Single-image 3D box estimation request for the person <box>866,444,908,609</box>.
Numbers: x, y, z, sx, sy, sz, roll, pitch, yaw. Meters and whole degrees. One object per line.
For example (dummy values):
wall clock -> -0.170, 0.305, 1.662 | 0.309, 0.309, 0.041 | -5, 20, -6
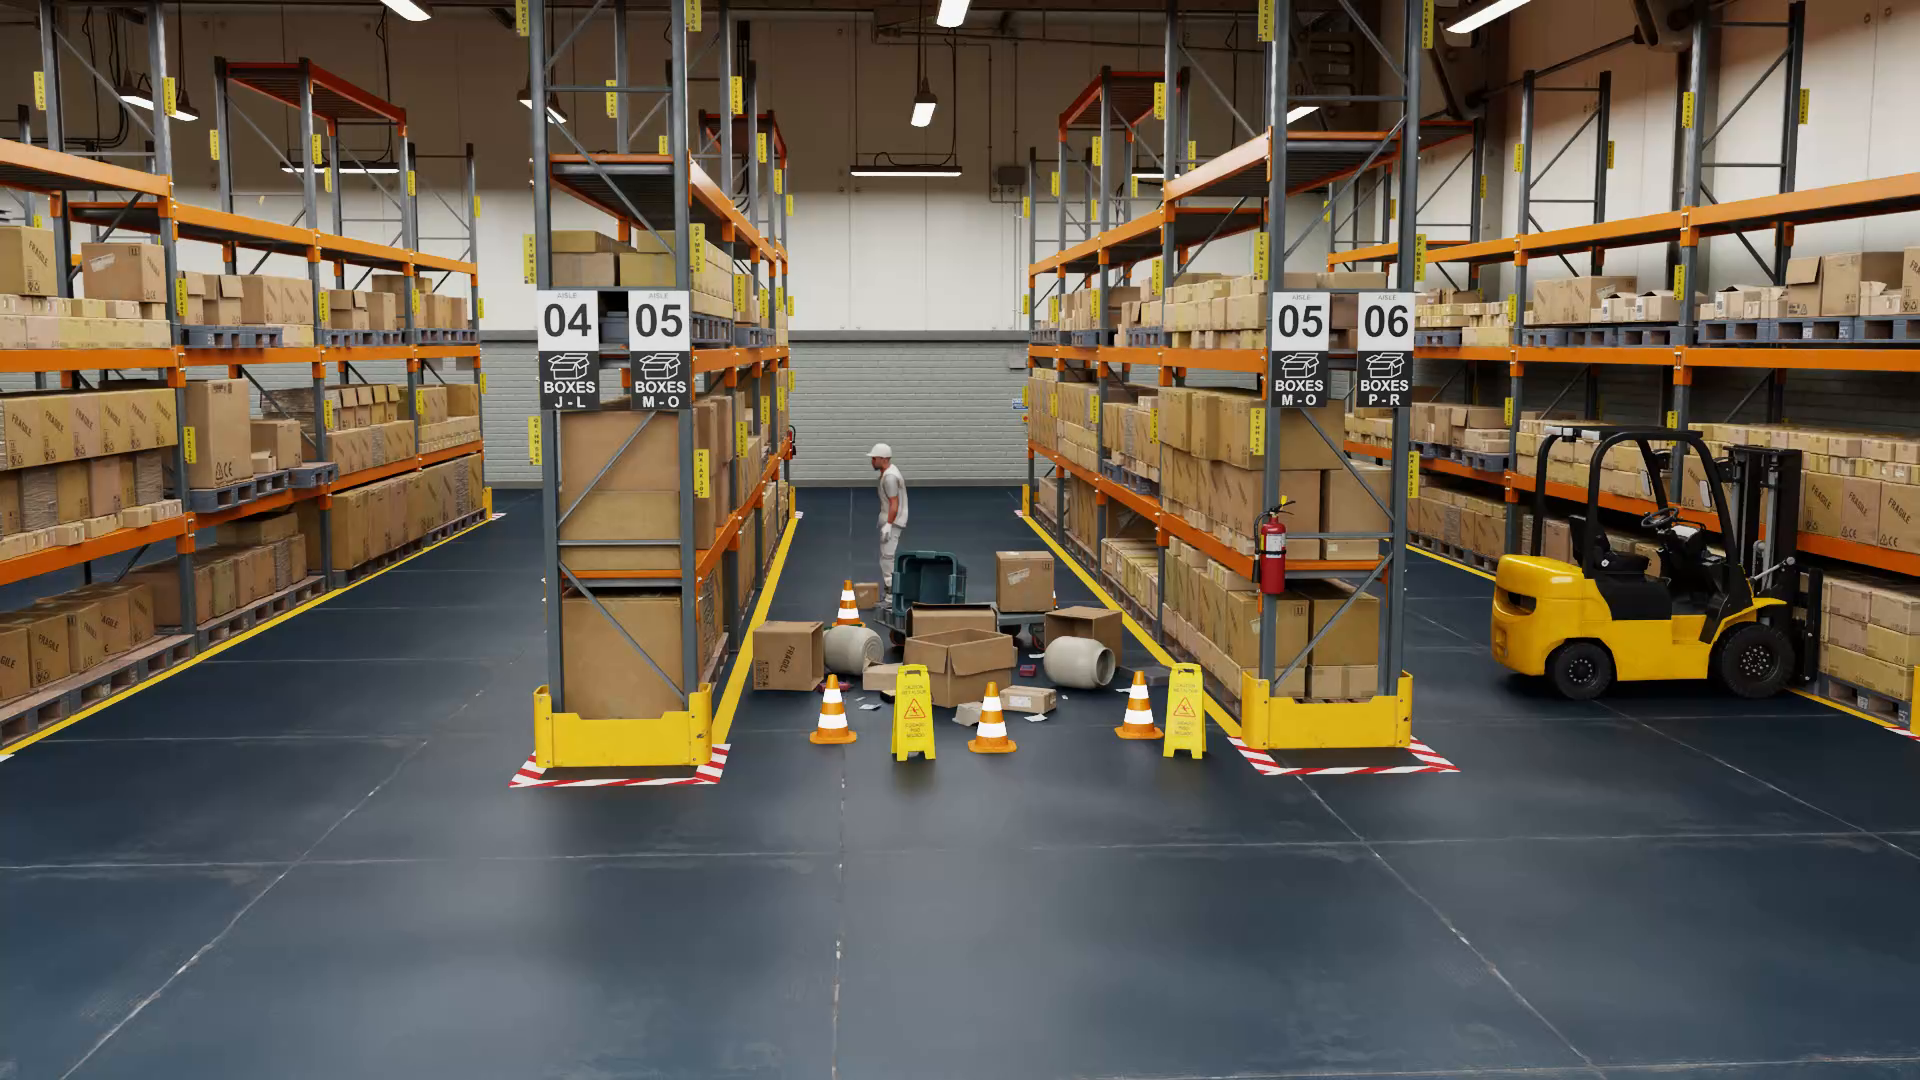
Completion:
person -> -0.789, -0.155, 17.985 | 0.449, 1.778, 0.595 | -1, 7, -6
